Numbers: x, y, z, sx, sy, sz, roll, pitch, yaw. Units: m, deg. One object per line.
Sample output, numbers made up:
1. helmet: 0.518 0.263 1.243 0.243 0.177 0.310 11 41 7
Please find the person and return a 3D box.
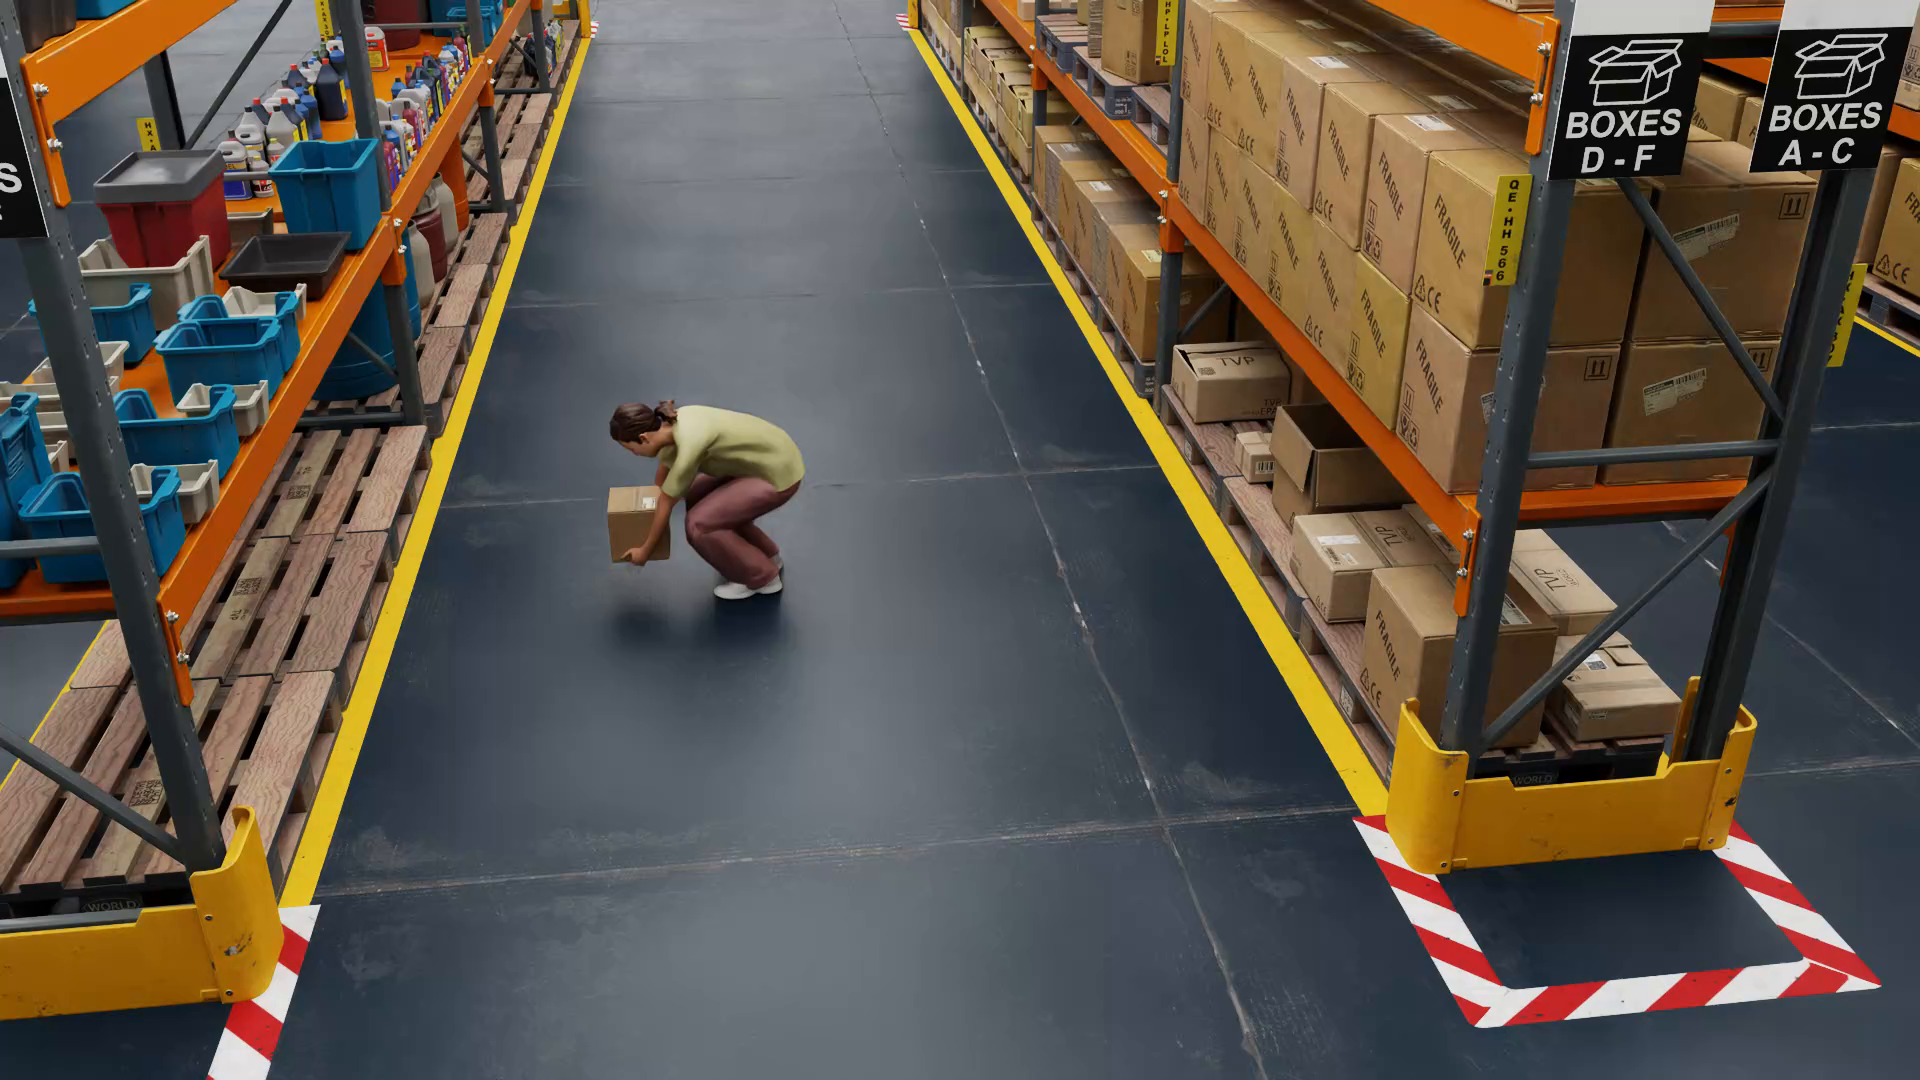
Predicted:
1. person: -1.098 -0.209 7.350 0.831 0.925 0.464 -4 28 -9
